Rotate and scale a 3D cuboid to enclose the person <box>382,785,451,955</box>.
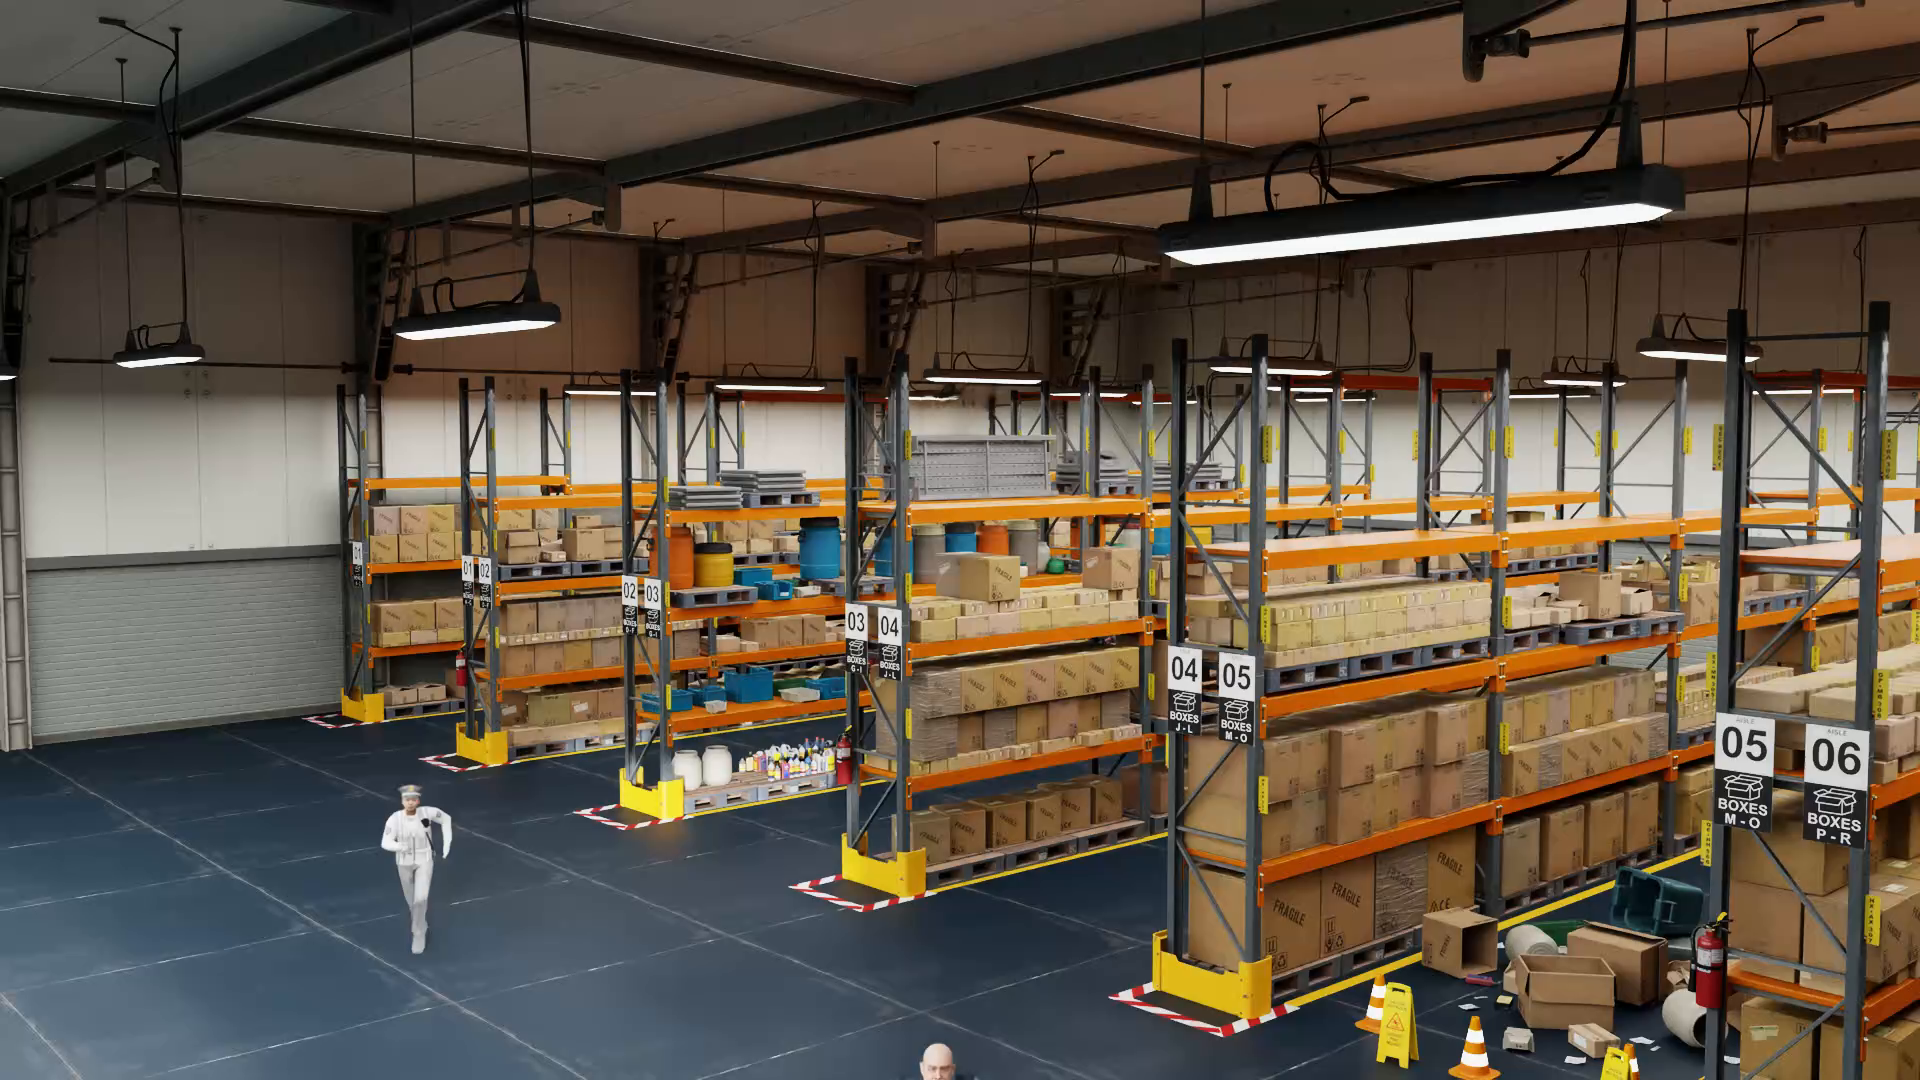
[{"bbox_3d":[-5.410,3.236,16.546,0.623,1.691,0.797,-1,4,-13],"label":"person"}]

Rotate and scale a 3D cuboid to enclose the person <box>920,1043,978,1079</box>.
[{"bbox_3d":[-0.142,3.668,9.340,0.734,1.774,1.076,0,4,-2],"label":"person"}]

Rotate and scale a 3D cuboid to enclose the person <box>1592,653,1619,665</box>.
[{"bbox_3d":[11.697,2.275,30.472,0.665,1.781,0.902,-2,4,-31],"label":"person"}]
